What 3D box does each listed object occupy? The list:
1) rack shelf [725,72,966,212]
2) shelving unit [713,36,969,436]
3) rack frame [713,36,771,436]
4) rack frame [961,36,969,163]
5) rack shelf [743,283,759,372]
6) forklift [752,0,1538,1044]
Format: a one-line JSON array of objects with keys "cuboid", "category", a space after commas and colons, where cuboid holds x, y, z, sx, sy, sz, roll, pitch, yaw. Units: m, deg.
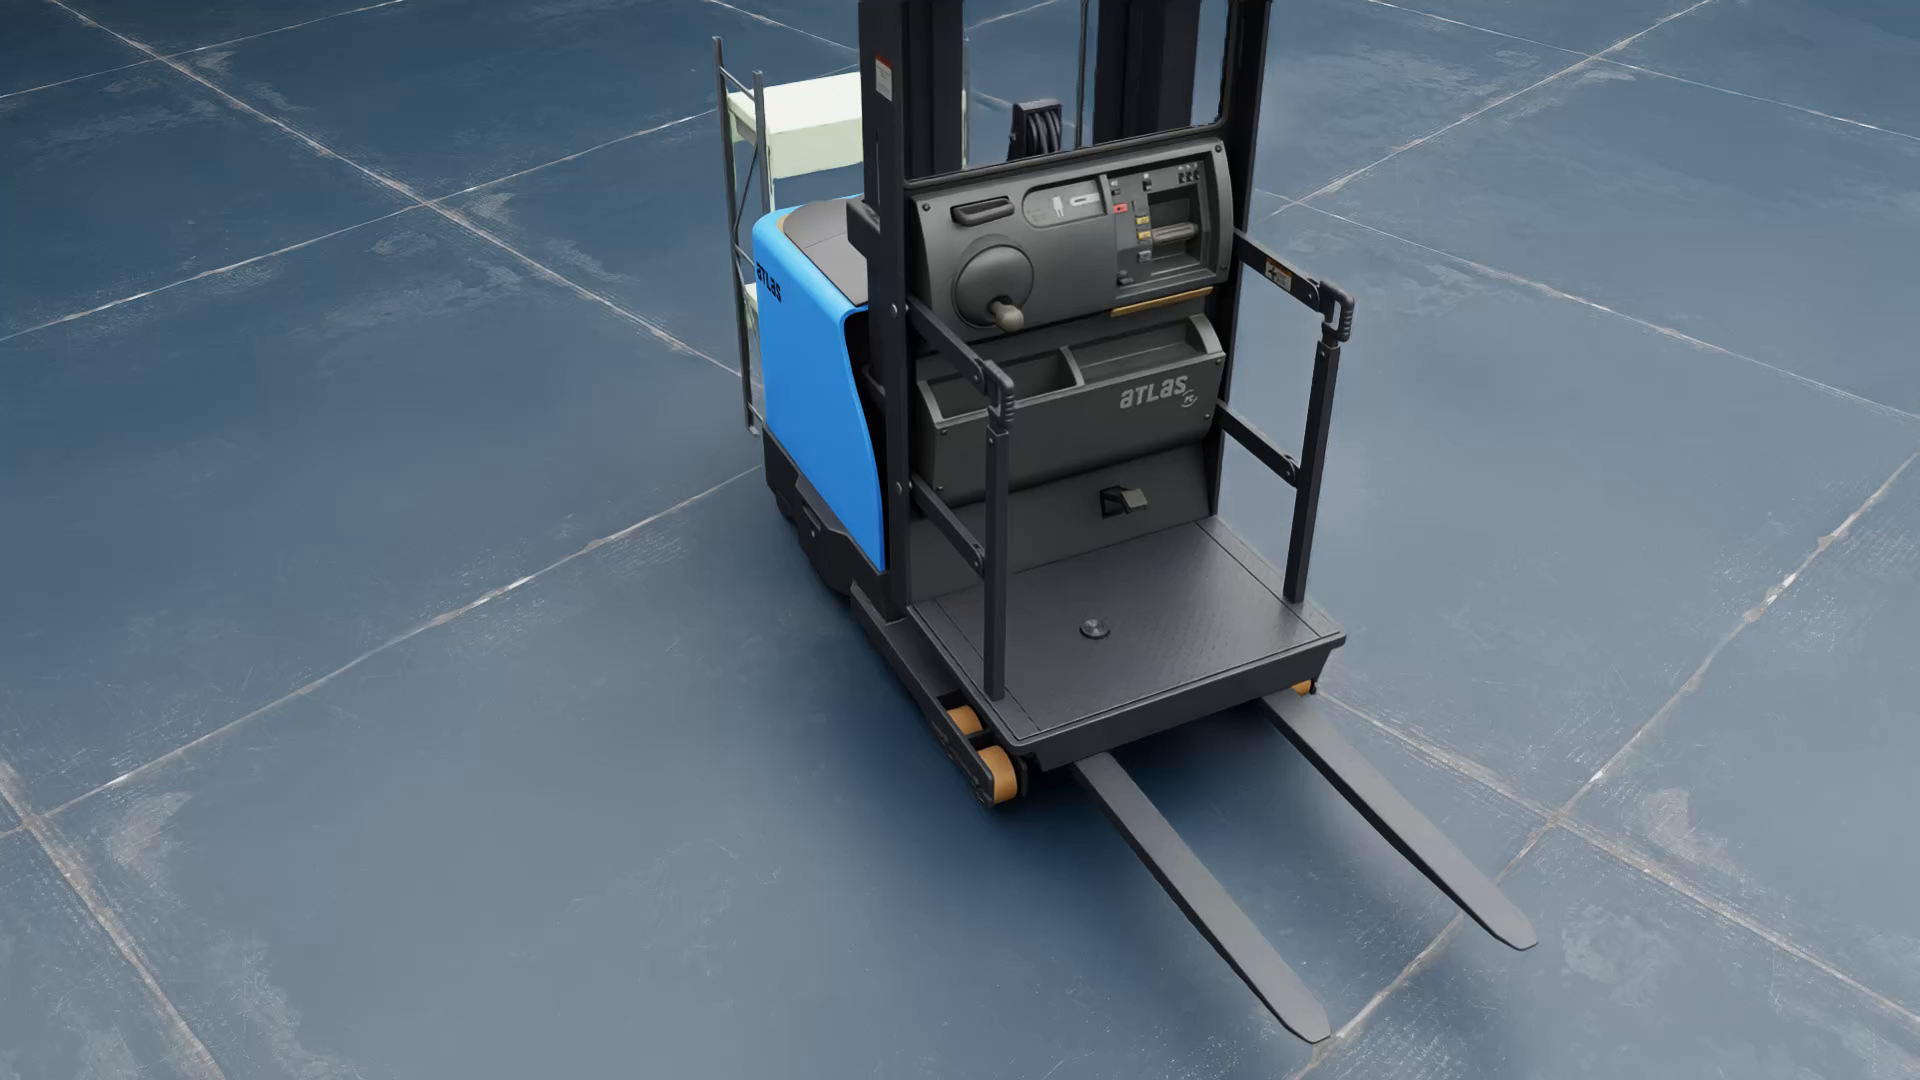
[{"cuboid": [-0.396, -1.370, 5.722, 0.720, 0.370, 0.431, -16, 38, -22], "category": "rack shelf"}, {"cuboid": [-0.396, -1.050, 5.945, 0.755, 1.500, 0.431, -16, 38, -22], "category": "shelving unit"}, {"cuboid": [-0.722, -0.955, 5.809, 0.023, 1.500, 0.400, -16, 38, -22], "category": "rack frame"}, {"cuboid": [-0.070, -1.145, 6.081, 0.023, 1.500, 0.400, -16, 38, -22], "category": "rack frame"}, {"cuboid": [-0.396, -0.783, 6.131, 0.720, 0.370, 0.431, -16, 38, -22], "category": "rack shelf"}, {"cuboid": [0.416, -0.747, 4.259, 1.130, 2.935, 3.031, -16, 38, -21], "category": "forklift"}]
